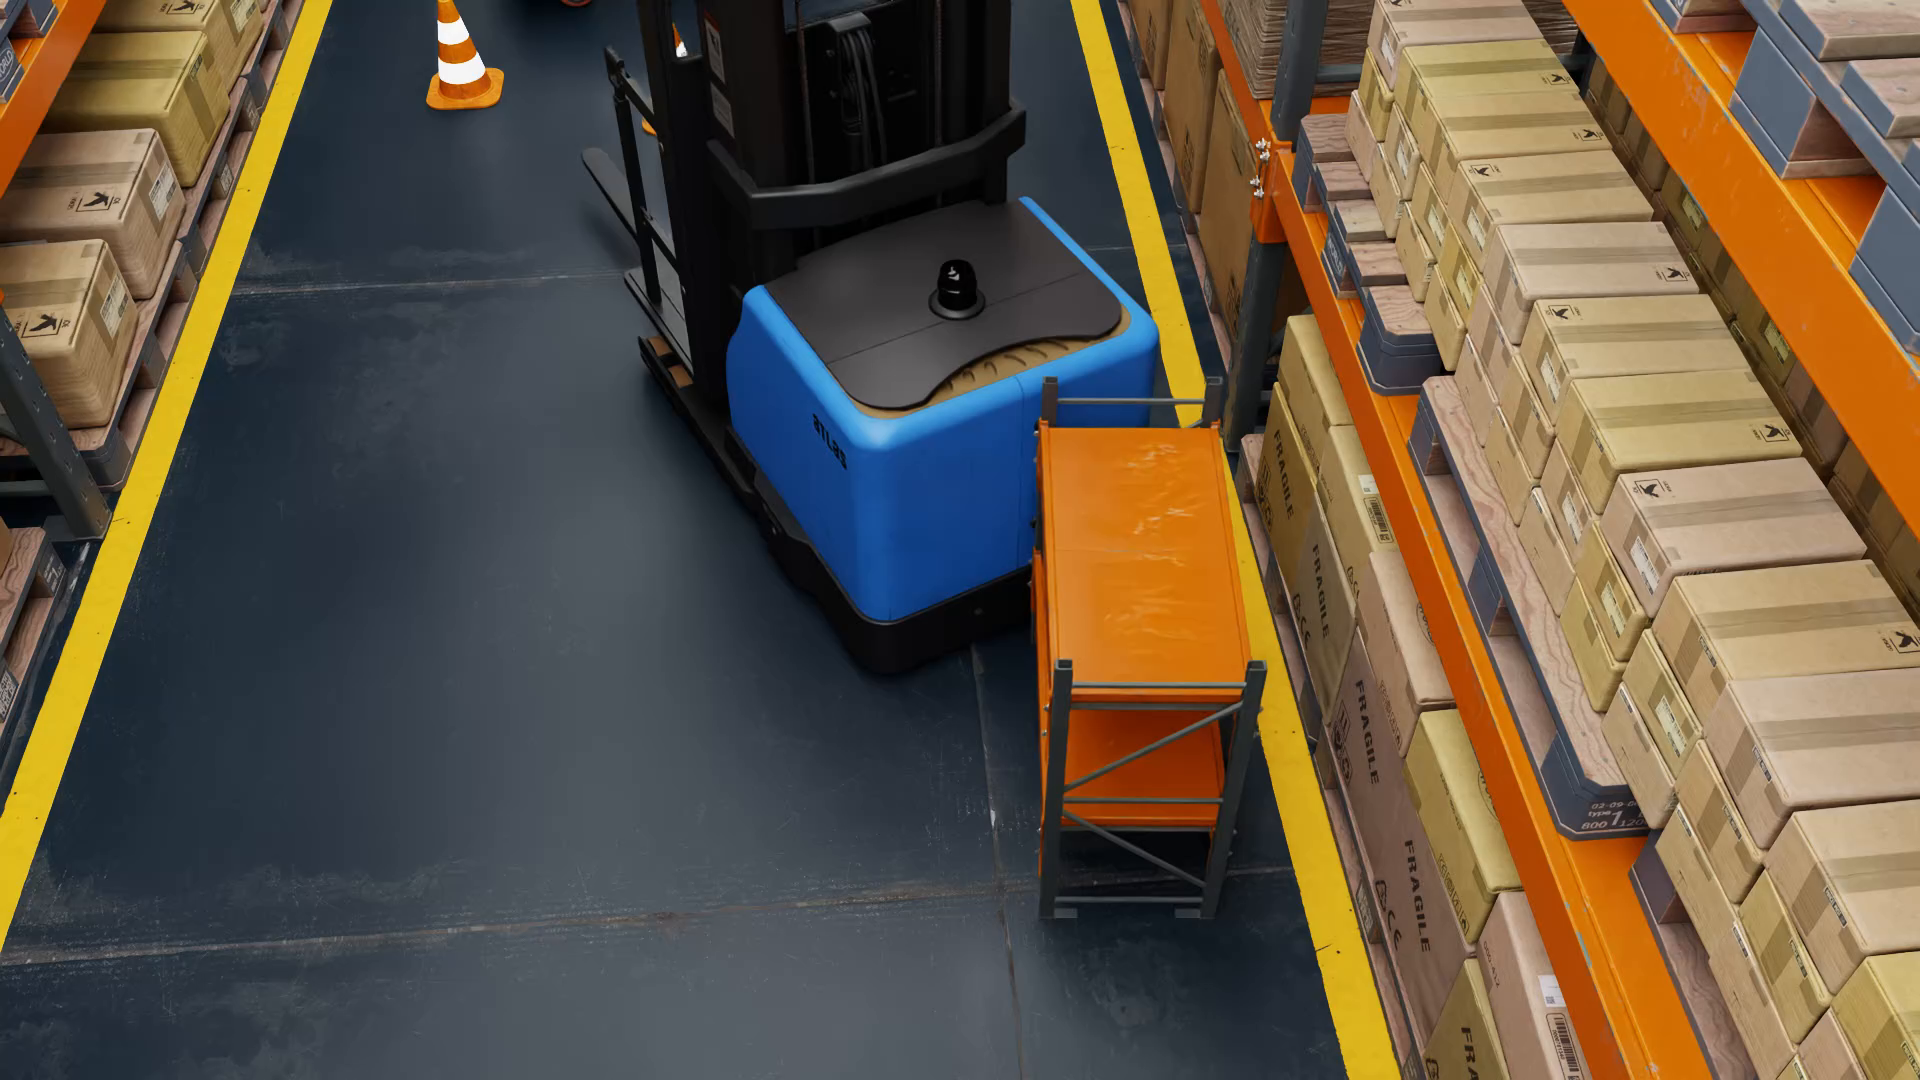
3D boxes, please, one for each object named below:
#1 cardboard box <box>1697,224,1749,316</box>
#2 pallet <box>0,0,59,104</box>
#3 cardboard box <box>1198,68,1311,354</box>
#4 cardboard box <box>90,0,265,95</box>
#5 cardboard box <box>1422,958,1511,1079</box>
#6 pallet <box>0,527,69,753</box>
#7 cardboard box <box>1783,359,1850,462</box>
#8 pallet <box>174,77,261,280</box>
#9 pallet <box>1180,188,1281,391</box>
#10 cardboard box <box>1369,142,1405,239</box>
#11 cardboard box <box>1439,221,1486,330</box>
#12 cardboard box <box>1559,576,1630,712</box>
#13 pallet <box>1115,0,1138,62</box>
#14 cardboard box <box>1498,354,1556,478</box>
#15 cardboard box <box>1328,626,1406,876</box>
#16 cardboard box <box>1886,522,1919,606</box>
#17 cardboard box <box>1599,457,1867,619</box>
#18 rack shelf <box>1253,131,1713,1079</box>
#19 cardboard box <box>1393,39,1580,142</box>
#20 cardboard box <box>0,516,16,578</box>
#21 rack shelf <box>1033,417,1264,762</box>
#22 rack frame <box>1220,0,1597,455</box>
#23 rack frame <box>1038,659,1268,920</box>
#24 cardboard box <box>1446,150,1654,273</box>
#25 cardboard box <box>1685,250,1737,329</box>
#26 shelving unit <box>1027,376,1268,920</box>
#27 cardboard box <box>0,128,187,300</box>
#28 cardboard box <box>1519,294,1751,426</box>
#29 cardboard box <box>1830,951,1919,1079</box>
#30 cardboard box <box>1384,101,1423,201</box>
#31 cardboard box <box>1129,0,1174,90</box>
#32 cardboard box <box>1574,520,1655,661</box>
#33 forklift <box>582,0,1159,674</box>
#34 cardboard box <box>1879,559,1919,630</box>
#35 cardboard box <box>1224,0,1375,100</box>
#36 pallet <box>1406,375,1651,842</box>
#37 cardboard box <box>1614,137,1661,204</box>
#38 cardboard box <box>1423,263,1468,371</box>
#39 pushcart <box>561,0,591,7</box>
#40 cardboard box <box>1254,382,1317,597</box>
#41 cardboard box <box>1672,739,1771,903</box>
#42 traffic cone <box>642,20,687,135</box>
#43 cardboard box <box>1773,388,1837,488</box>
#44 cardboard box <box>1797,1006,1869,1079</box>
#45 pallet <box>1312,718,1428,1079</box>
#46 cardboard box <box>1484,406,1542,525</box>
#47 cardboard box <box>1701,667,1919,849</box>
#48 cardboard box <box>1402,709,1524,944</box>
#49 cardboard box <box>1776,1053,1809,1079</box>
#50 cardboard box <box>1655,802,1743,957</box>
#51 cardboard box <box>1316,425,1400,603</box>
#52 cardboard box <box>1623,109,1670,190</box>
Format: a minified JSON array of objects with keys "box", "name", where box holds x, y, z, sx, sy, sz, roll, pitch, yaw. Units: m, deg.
[{"box":[2.028,-0.683,4.009,0.380,0.149,0.250,-3,47,-3],"name":"cardboard box"},{"box":[-3.626,-1.485,5.223,1.213,0.211,1.003,-3,47,-3],"name":"pallet"},{"box":[1.502,-1.233,6.112,1.050,0.750,0.750,-4,47,-4],"name":"cardboard box"},{"box":[-3.685,-2.278,7.362,0.950,0.372,0.625,-1,47,-1],"name":"cardboard box"},{"box":[1.443,1.302,3.884,0.500,0.500,0.500,-4,47,-4],"name":"cardboard box"},{"box":[-3.470,0.492,5.139,1.003,0.211,1.213,-3,47,-3],"name":"pallet"},{"box":[2.069,-0.314,3.660,0.380,0.149,0.250,-2,47,-2],"name":"cardboard box"},{"box":[-3.623,-1.530,7.053,1.003,0.211,1.213,-3,47,-3],"name":"pallet"},{"box":[1.473,-1.032,6.582,1.003,0.211,1.213,-3,47,-3],"name":"pallet"},{"box":[1.322,-0.944,4.462,0.380,0.149,0.250,-1,47,-1],"name":"cardboard box"},{"box":[1.376,-0.643,3.972,0.380,0.149,0.250,-3,47,-3],"name":"cardboard box"},{"box":[1.456,0.202,3.376,0.380,0.149,0.250,-2,47,-2],"name":"cardboard box"},{"box":[1.268,-2.798,8.254,1.003,0.211,1.213,-3,47,-3],"name":"pallet"},{"box":[1.413,-0.283,3.631,0.380,0.149,0.250,-4,47,-4],"name":"cardboard box"},{"box":[1.362,0.561,4.585,0.500,0.500,0.500,-5,47,-4],"name":"cardboard box"},{"box":[2.109,0.055,3.310,0.380,0.149,0.250,-4,47,-4],"name":"cardboard box"},{"box":[1.462,-0.006,3.164,0.380,0.149,0.250,-5,47,-5],"name":"cardboard box"},{"box":[1.631,0.278,3.916,1.077,0.370,4.000,-3,47,-3],"name":"rack shelf"},{"box":[1.334,-1.138,4.236,0.380,0.149,0.250,-5,47,-4],"name":"cardboard box"},{"box":[-3.485,0.049,4.812,0.875,0.875,0.875,-4,47,-4],"name":"cardboard box"},{"box":[0.477,0.110,4.468,0.538,0.278,1.000,0,47,0],"name":"rack shelf"},{"box":[1.464,-1.416,5.025,1.000,3.000,0.127,-3,47,-3],"name":"rack frame"},{"box":[0.474,0.681,4.331,0.500,1.125,0.032,0,47,0],"name":"rack frame"},{"box":[1.372,-0.769,3.886,0.380,0.149,0.250,-5,47,-5],"name":"cardboard box"},{"box":[2.021,-0.599,4.135,0.380,0.149,0.250,-4,47,-4],"name":"cardboard box"},{"box":[0.477,0.312,4.680,0.538,1.125,1.048,0,47,0],"name":"shelving unit"},{"box":[-3.568,-1.226,6.366,0.950,0.372,0.625,-4,47,-4],"name":"cardboard box"},{"box":[1.421,-0.382,3.520,0.380,0.149,0.250,-2,47,-2],"name":"cardboard box"},{"box":[1.547,0.742,2.455,0.380,0.149,0.250,-5,47,-4],"name":"cardboard box"},{"box":[1.329,-1.019,4.328,0.380,0.149,0.250,-1,47,-1],"name":"cardboard box"},{"box":[1.347,-2.539,7.349,1.050,0.750,0.750,-3,47,-3],"name":"cardboard box"},{"box":[1.454,0.088,3.280,0.380,0.149,0.250,-3,47,-3],"name":"cardboard box"},{"box":[-0.557,-1.652,5.296,1.130,2.935,3.031,-22,50,-20],"name":"forklift"},{"box":[2.109,0.162,3.414,0.380,0.149,0.250,-4,47,-4],"name":"cardboard box"},{"box":[1.158,-1.760,5.282,0.500,0.500,0.500,-3,47,-3],"name":"cardboard box"},{"box":[1.670,0.079,3.741,1.003,0.211,1.213,-3,47,-3],"name":"pallet"},{"box":[1.982,-0.966,4.482,0.380,0.149,0.250,-4,47,-3],"name":"cardboard box"},{"box":[1.370,-0.554,4.092,0.380,0.149,0.250,-2,47,-1],"name":"cardboard box"},{"box":[-1.528,-3.209,8.530,1.648,0.377,0.936,-19,49,-17],"name":"pushcart"},{"box":[1.269,-0.174,5.281,0.500,0.500,0.500,-5,47,-5],"name":"cardboard box"},{"box":[1.500,0.474,2.914,0.380,0.149,0.250,-5,47,-5],"name":"cardboard box"},{"box":[-1.276,-2.103,7.423,0.336,0.463,0.334,-3,47,-3],"name":"traffic cone"},{"box":[2.065,-0.217,3.773,0.380,0.149,0.250,-2,47,-2],"name":"cardboard box"},{"box":[1.545,0.851,2.557,0.380,0.149,0.250,-3,47,-3],"name":"cardboard box"},{"box":[1.627,0.989,4.668,1.003,0.211,1.213,-3,47,-3],"name":"pallet"},{"box":[1.413,-0.179,3.737,0.380,0.149,0.250,-3,47,-3],"name":"cardboard box"},{"box":[1.505,0.365,2.812,0.380,0.149,0.250,-4,47,-3],"name":"cardboard box"},{"box":[1.396,0.657,3.977,0.500,0.250,0.500,-5,47,-5],"name":"cardboard box"},{"box":[1.545,0.956,2.662,0.380,0.149,0.250,-3,47,-3],"name":"cardboard box"},{"box":[1.506,0.595,3.005,0.380,0.149,0.250,-6,47,-5],"name":"cardboard box"},{"box":[1.323,-0.079,4.674,0.500,0.250,0.500,-4,47,-4],"name":"cardboard box"},{"box":[1.983,-1.054,4.361,0.380,0.149,0.250,-2,47,-2],"name":"cardboard box"}]
